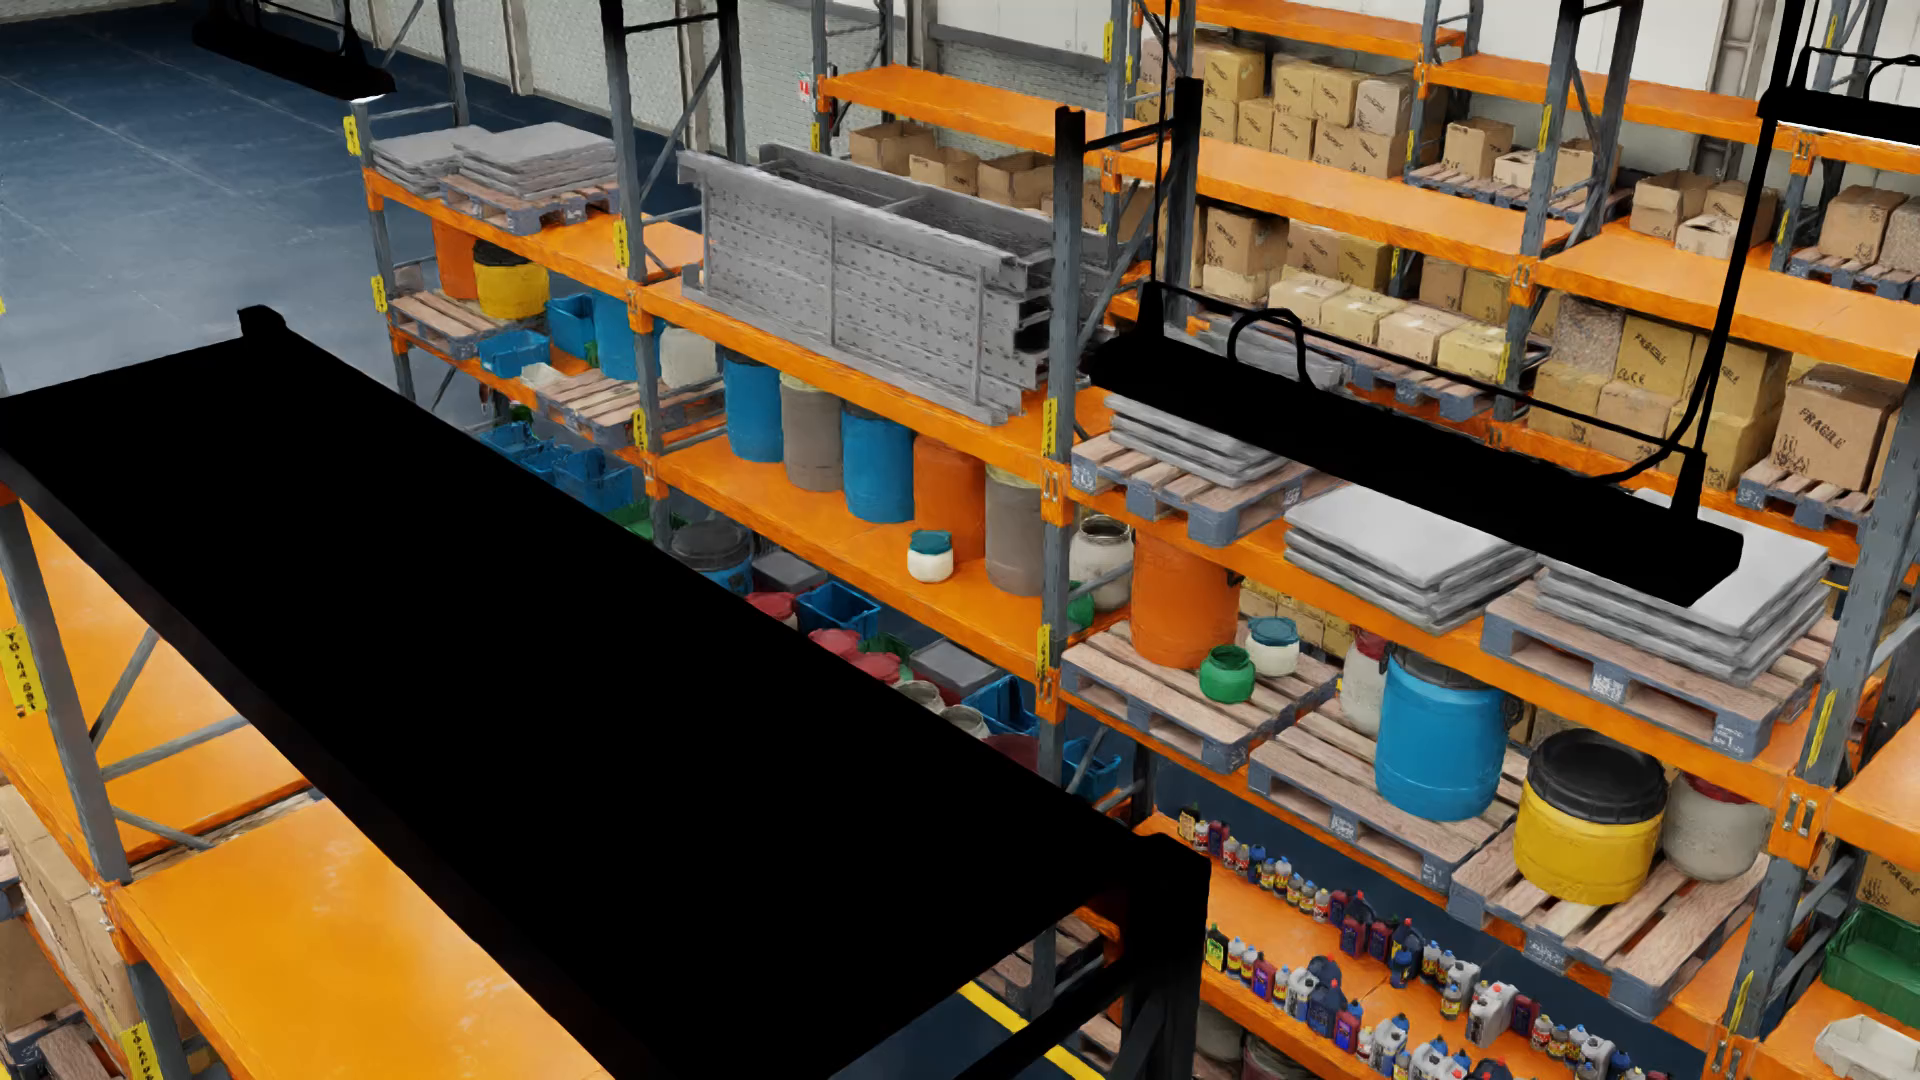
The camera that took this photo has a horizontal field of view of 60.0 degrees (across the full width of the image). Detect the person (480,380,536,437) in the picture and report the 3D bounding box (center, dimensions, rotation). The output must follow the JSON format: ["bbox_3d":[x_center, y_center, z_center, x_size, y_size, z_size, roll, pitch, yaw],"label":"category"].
[{"bbox_3d":[-4.823,-1.485,17.810,0.552,1.741,0.677,25,37,38],"label":"person"}]
